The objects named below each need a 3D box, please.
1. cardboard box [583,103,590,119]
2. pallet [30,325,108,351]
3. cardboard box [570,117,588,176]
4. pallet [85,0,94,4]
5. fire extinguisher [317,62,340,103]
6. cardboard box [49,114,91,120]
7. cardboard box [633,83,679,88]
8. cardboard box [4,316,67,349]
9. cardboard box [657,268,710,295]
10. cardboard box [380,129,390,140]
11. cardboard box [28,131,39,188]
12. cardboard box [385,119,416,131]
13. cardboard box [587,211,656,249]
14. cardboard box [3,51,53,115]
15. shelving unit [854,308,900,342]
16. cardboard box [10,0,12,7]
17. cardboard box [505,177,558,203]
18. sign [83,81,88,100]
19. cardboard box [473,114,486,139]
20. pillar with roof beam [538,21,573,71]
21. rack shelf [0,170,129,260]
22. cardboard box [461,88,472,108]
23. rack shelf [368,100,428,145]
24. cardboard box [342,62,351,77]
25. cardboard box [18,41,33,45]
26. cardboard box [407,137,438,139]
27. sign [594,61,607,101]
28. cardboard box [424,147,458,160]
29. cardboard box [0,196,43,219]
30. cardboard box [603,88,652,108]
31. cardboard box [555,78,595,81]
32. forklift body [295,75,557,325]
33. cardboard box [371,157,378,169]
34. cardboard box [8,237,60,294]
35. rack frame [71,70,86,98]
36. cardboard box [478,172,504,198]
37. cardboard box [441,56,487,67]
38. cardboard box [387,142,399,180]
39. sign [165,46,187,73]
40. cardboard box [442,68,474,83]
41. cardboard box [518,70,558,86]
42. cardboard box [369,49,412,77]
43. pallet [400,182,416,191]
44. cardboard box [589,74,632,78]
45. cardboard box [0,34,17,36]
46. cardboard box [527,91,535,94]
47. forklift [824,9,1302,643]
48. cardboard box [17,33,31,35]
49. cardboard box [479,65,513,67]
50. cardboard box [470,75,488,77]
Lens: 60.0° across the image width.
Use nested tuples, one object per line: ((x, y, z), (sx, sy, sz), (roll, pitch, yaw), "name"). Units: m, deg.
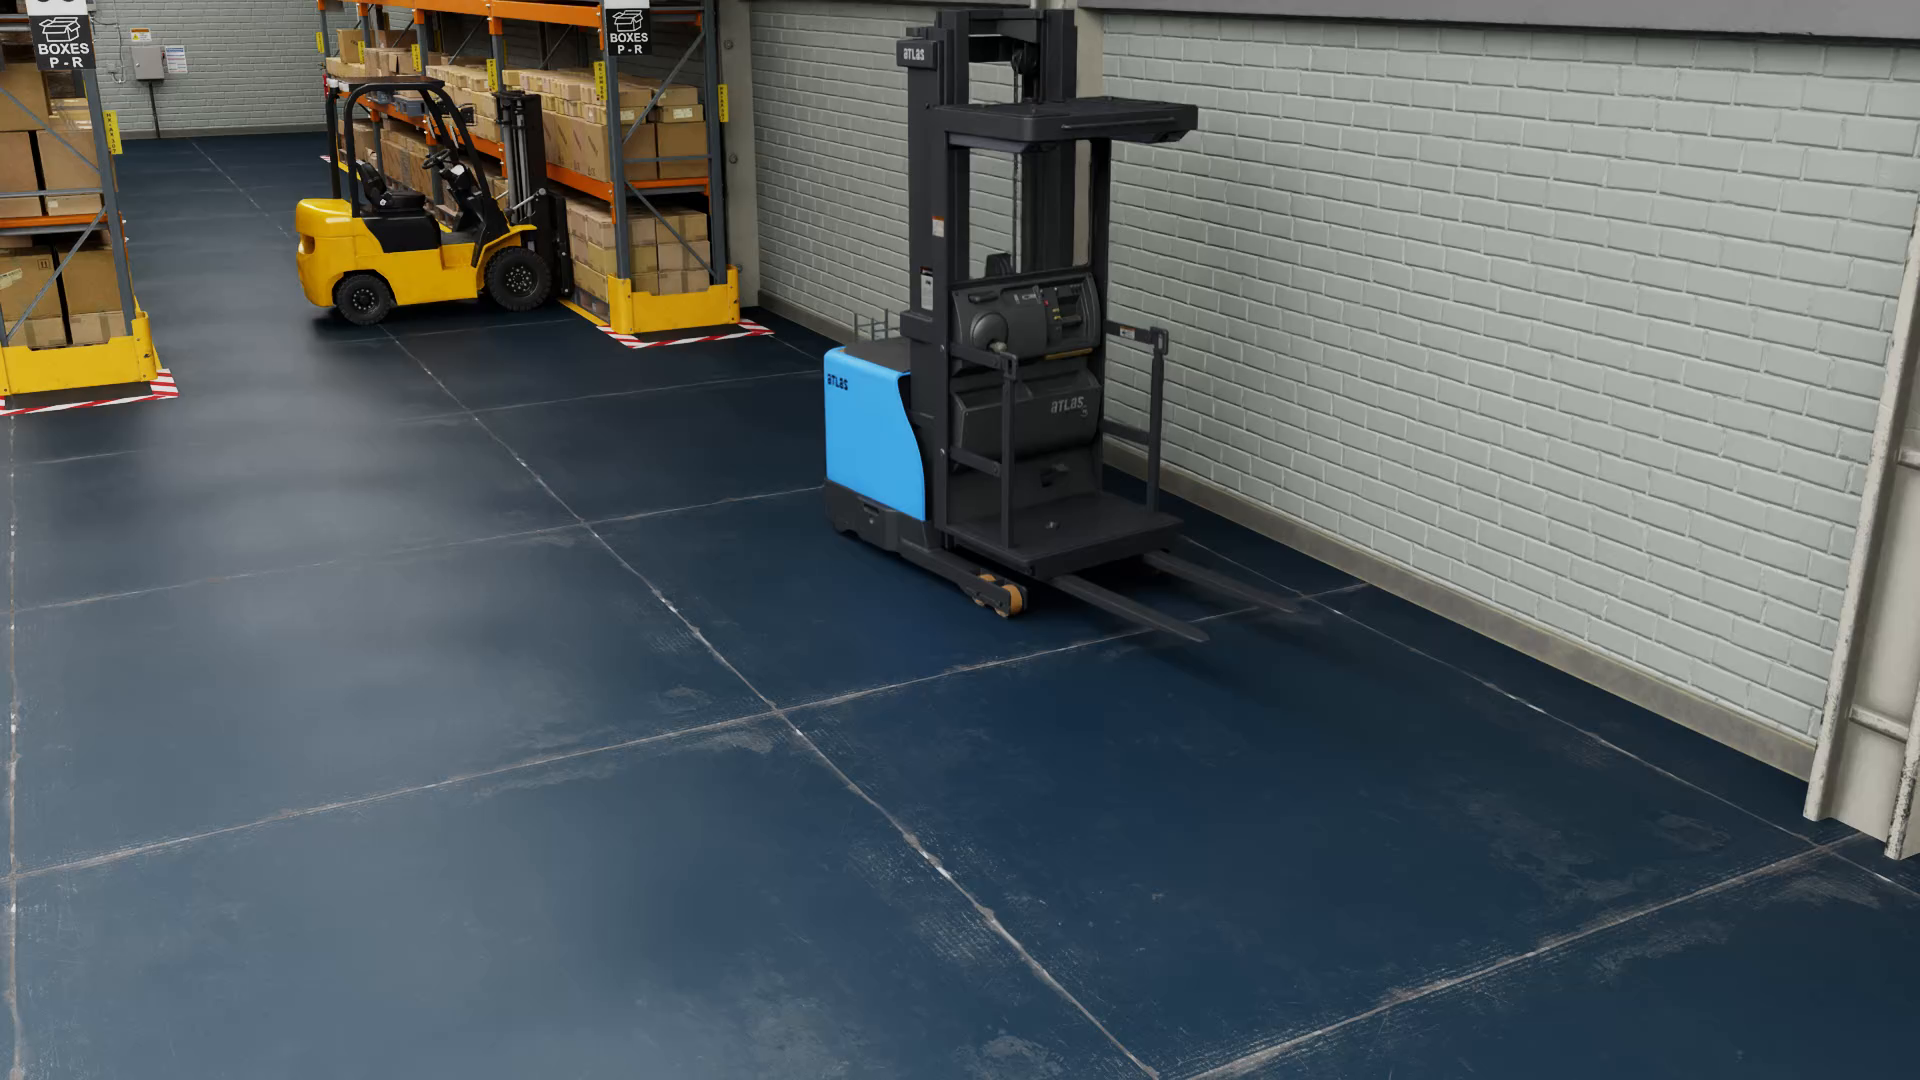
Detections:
((-3.265, -3.975, 15.405), (0.380, 0.149, 0.250), (-10, 21, -26), "cardboard box")
((-7.394, -1.585, 13.901), (1.003, 0.211, 1.213), (-10, 21, -27), "pallet")
((-3.340, -3.711, 15.633), (0.500, 0.500, 0.500), (-9, 21, -25), "cardboard box")
((-9.102, -5.314, 16.121), (1.213, 0.211, 1.003), (-10, 21, -27), "pallet")
((-10.711, -7.763, 28.221), (0.296, 0.674, 0.183), (-10, 21, -27), "fire extinguisher")
((-7.476, -3.304, 13.997), (0.500, 0.500, 0.500), (-10, 22, -28), "cardboard box")
((-2.841, -4.190, 15.573), (0.380, 0.149, 0.250), (-10, 21, -26), "cardboard box")
((-7.635, -1.738, 13.643), (0.500, 0.250, 0.500), (-10, 21, -27), "cardboard box")
((-2.698, -2.482, 15.799), (0.500, 0.250, 0.500), (-10, 21, -26), "cardboard box")
((-8.399, -6.037, 24.721), (0.380, 0.149, 0.250), (-9, 21, -24), "cardboard box")
((-7.737, -3.088, 13.373), (0.500, 0.500, 0.500), (-10, 21, -27), "cardboard box")
((-8.233, -6.110, 24.478), (0.380, 0.149, 0.250), (-11, 22, -29), "cardboard box")
((-3.130, -2.868, 15.382), (0.500, 0.250, 0.500), (-9, 21, -25), "cardboard box")
((-8.119, -3.857, 14.070), (0.700, 0.500, 0.500), (-10, 21, -27), "cardboard box")
((-0.476, -0.777, 10.043), (0.258, 1.200, 0.189), (-13, 23, -34), "shelving unit")
((-8.221, -4.811, 14.761), (0.380, 0.149, 0.250), (-11, 22, -28), "cardboard box")
((-4.583, -3.745, 17.923), (0.500, 0.250, 0.500), (-10, 22, -27), "cardboard box")
((-8.429, -4.286, 16.127), (0.100, 0.325, 0.005), (-10, 21, -27), "sign")
((-5.249, -4.737, 18.992), (0.500, 0.250, 0.500), (-10, 21, -27), "cardboard box")
((-8.812, -7.643, 17.986), (9.100, 9.000, 0.400), (-10, 21, -27), "pillar with roof beam")
((-7.953, -2.877, 14.472), (1.077, 0.370, 4.000), (-10, 21, -27), "rack shelf")
((-5.483, -5.122, 19.339), (0.500, 0.250, 0.500), (-10, 21, -26), "cardboard box")
((-7.385, -5.943, 23.359), (1.077, 0.370, 4.000), (-10, 21, -27), "rack shelf")
((-9.511, -7.470, 26.455), (0.500, 0.250, 0.500), (-11, 22, -28), "cardboard box")
((-10.821, -5.638, 19.687), (0.500, 0.500, 0.500), (-11, 22, -28), "cardboard box")
((-7.570, -5.598, 23.451), (0.380, 0.149, 0.250), (-10, 21, -26), "cardboard box")
((-3.121, -3.992, 14.463), (0.100, 0.325, 0.005), (-10, 21, -27), "sign")
((-6.893, -5.135, 22.108), (0.380, 0.149, 0.250), (-11, 22, -29), "cardboard box")
((-7.369, -2.598, 12.947), (0.380, 0.149, 0.250), (-9, 21, -25), "cardboard box")
((-2.992, -3.977, 14.955), (0.380, 0.149, 0.250), (-10, 21, -27), "cardboard box")
((-3.726, -4.417, 16.228), (0.380, 0.149, 0.250), (-10, 21, -26), "cardboard box")
((-5.143, -3.273, 15.819), (2.313, 2.155, 1.214), (-10, 21, -27), "forklift body")
((-8.858, -5.823, 25.633), (0.380, 0.149, 0.250), (-11, 22, -28), "cardboard box")
((-7.864, -2.235, 13.931), (0.500, 0.500, 0.500), (-9, 21, -25), "cardboard box")
((-8.903, -3.791, 16.019), (1.000, 3.000, 0.127), (-10, 21, -27), "rack frame")
((-5.156, -4.009, 19.647), (0.875, 0.625, 0.625), (-10, 22, -27), "cardboard box")
((-6.543, -6.127, 21.991), (0.500, 0.500, 0.500), (-9, 21, -24), "cardboard box")
((-8.042, -5.549, 24.302), (0.500, 0.500, 0.500), (-10, 22, -27), "cardboard box")
((-15.045, -9.225, 31.913), (0.329, 0.494, 0.001), (-10, 21, -27), "sign")
((-6.136, -5.706, 20.422), (0.380, 0.149, 0.250), (-10, 21, -26), "cardboard box")
((-4.427, -4.859, 17.512), (0.380, 0.149, 0.250), (-10, 21, -26), "cardboard box")
((-8.056, -6.781, 23.887), (0.700, 0.500, 0.500), (-10, 21, -26), "cardboard box")
((-7.332, -4.961, 23.684), (1.003, 0.211, 1.213), (-10, 21, -27), "pallet")
((-3.539, -4.638, 16.869), (0.380, 0.149, 0.250), (-10, 22, -27), "cardboard box")
((-12.480, -6.295, 21.589), (0.500, 0.500, 0.500), (-10, 21, -27), "cardboard box")
((-4.169, -4.480, 16.868), (0.380, 0.149, 0.250), (-10, 22, -27), "cardboard box")
((0.480, -1.172, 8.534), (1.130, 2.935, 3.031), (-13, 23, -34), "forklift")
((-12.269, -6.518, 22.236), (0.500, 0.500, 0.500), (-9, 21, -25), "cardboard box")
((-5.881, -5.943, 21.108), (0.380, 0.149, 0.250), (-9, 21, -25), "cardboard box")
((-5.413, -5.268, 19.151), (0.380, 0.149, 0.250), (-11, 22, -28), "cardboard box")
